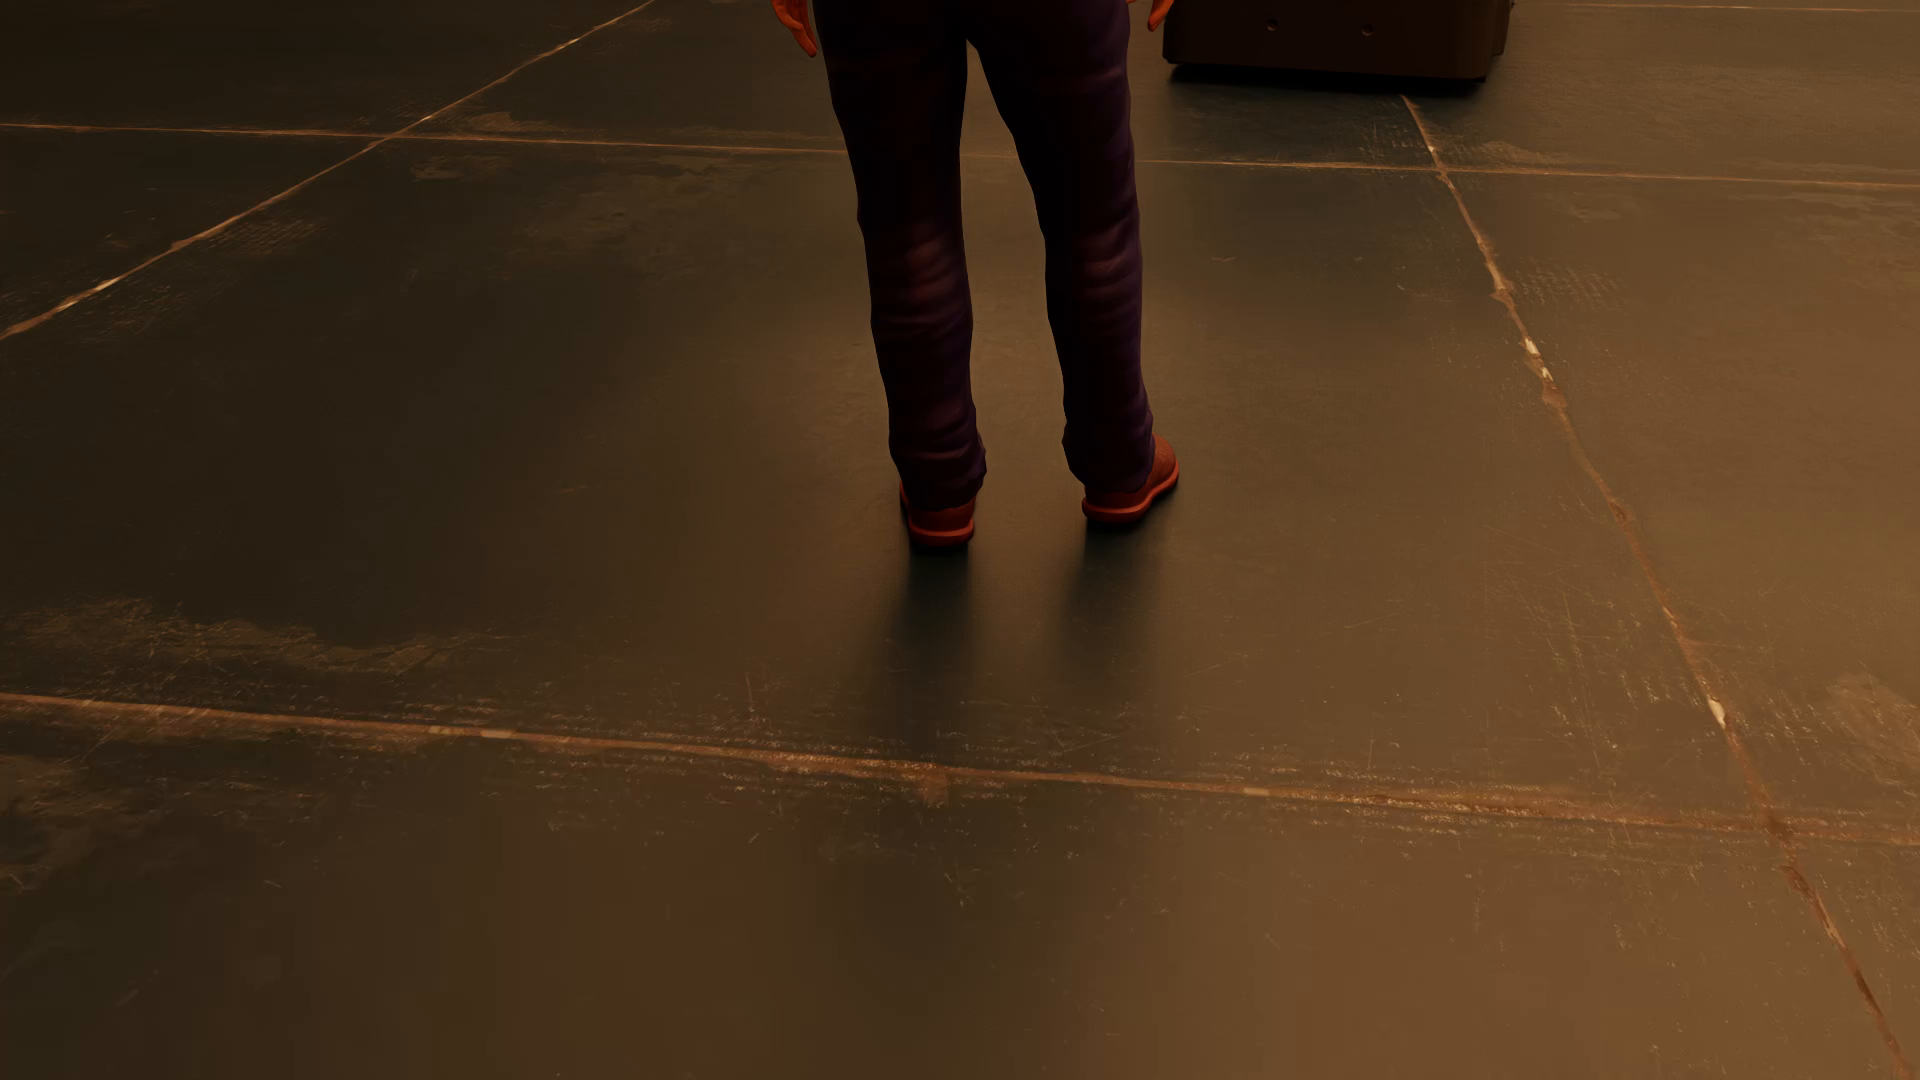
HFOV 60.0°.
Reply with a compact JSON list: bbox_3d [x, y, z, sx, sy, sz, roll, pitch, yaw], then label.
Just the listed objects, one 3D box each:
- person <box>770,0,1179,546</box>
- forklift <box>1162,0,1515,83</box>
[{"bbox_3d":[0.035,-0.777,2.209,0.598,1.641,0.501,3,27,7],"label":"person"},{"bbox_3d":[1.630,-3.406,6.044,1.130,2.935,3.031,8,28,16],"label":"forklift"}]
